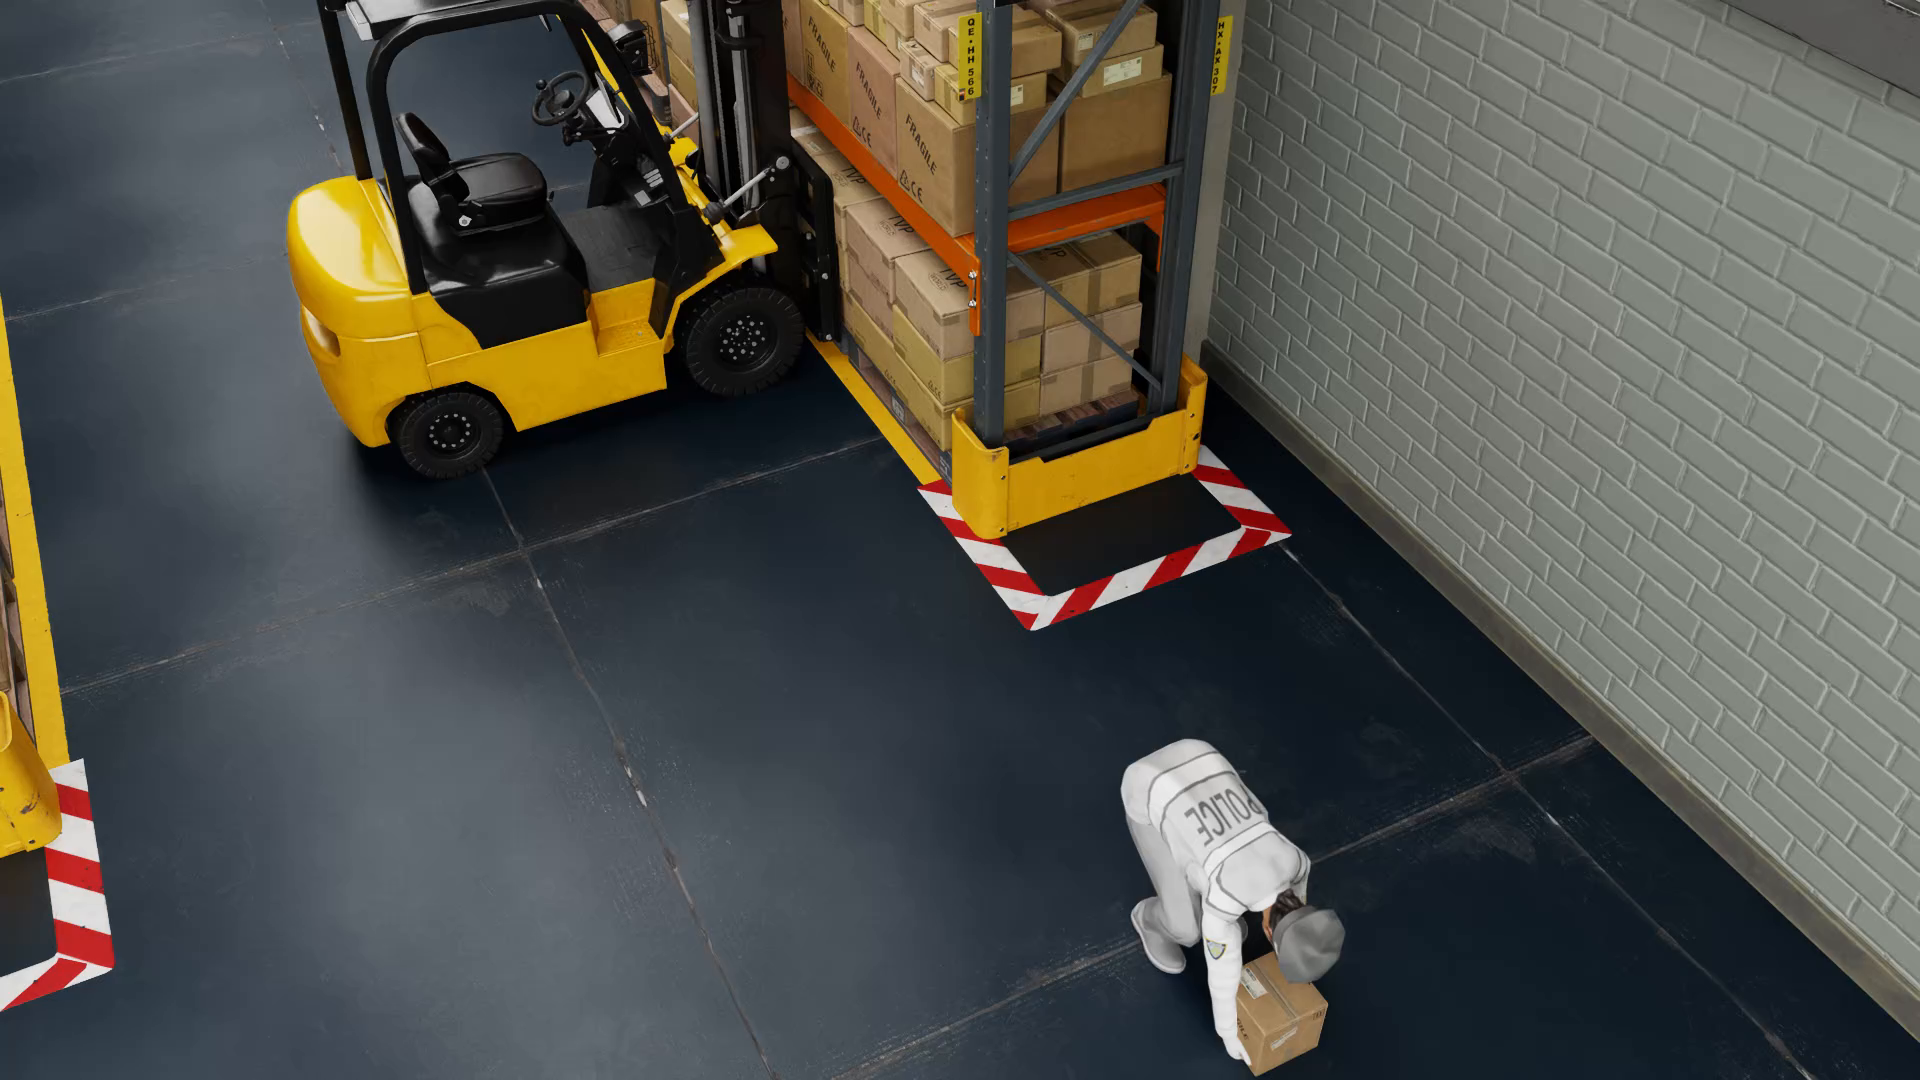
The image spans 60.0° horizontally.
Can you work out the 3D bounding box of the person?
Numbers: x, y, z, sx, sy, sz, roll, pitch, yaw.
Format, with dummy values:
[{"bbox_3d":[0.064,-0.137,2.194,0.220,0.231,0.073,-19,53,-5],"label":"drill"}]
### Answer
[{"bbox_3d":[0.879,1.178,5.501,0.467,0.813,0.903,-21,45,-22],"label":"person"}]
